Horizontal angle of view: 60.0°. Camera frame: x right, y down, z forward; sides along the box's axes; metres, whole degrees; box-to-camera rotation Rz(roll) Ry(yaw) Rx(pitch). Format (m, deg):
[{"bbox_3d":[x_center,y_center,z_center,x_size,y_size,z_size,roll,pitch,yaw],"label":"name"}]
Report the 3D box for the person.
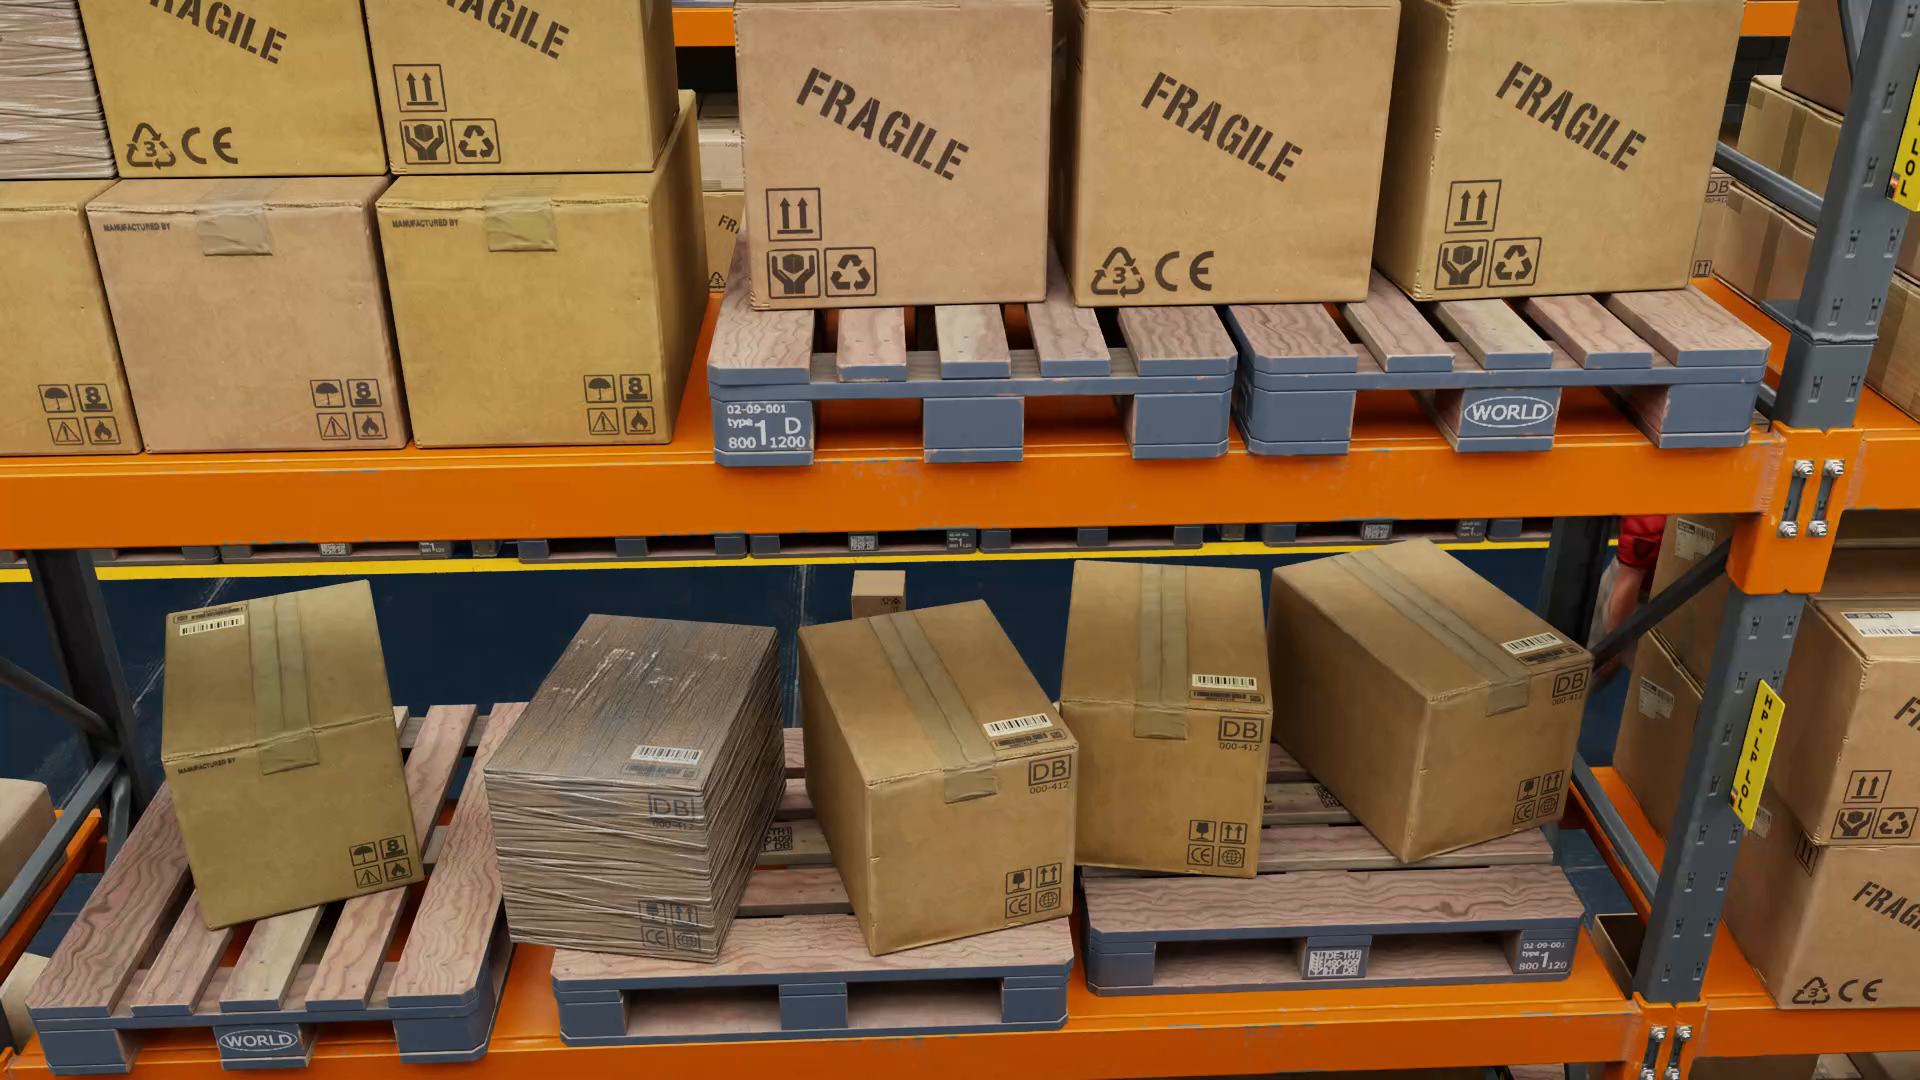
[{"bbox_3d":[2.806,0.266,6.605,0.983,1.667,0.576,5,28,9],"label":"person"}]
